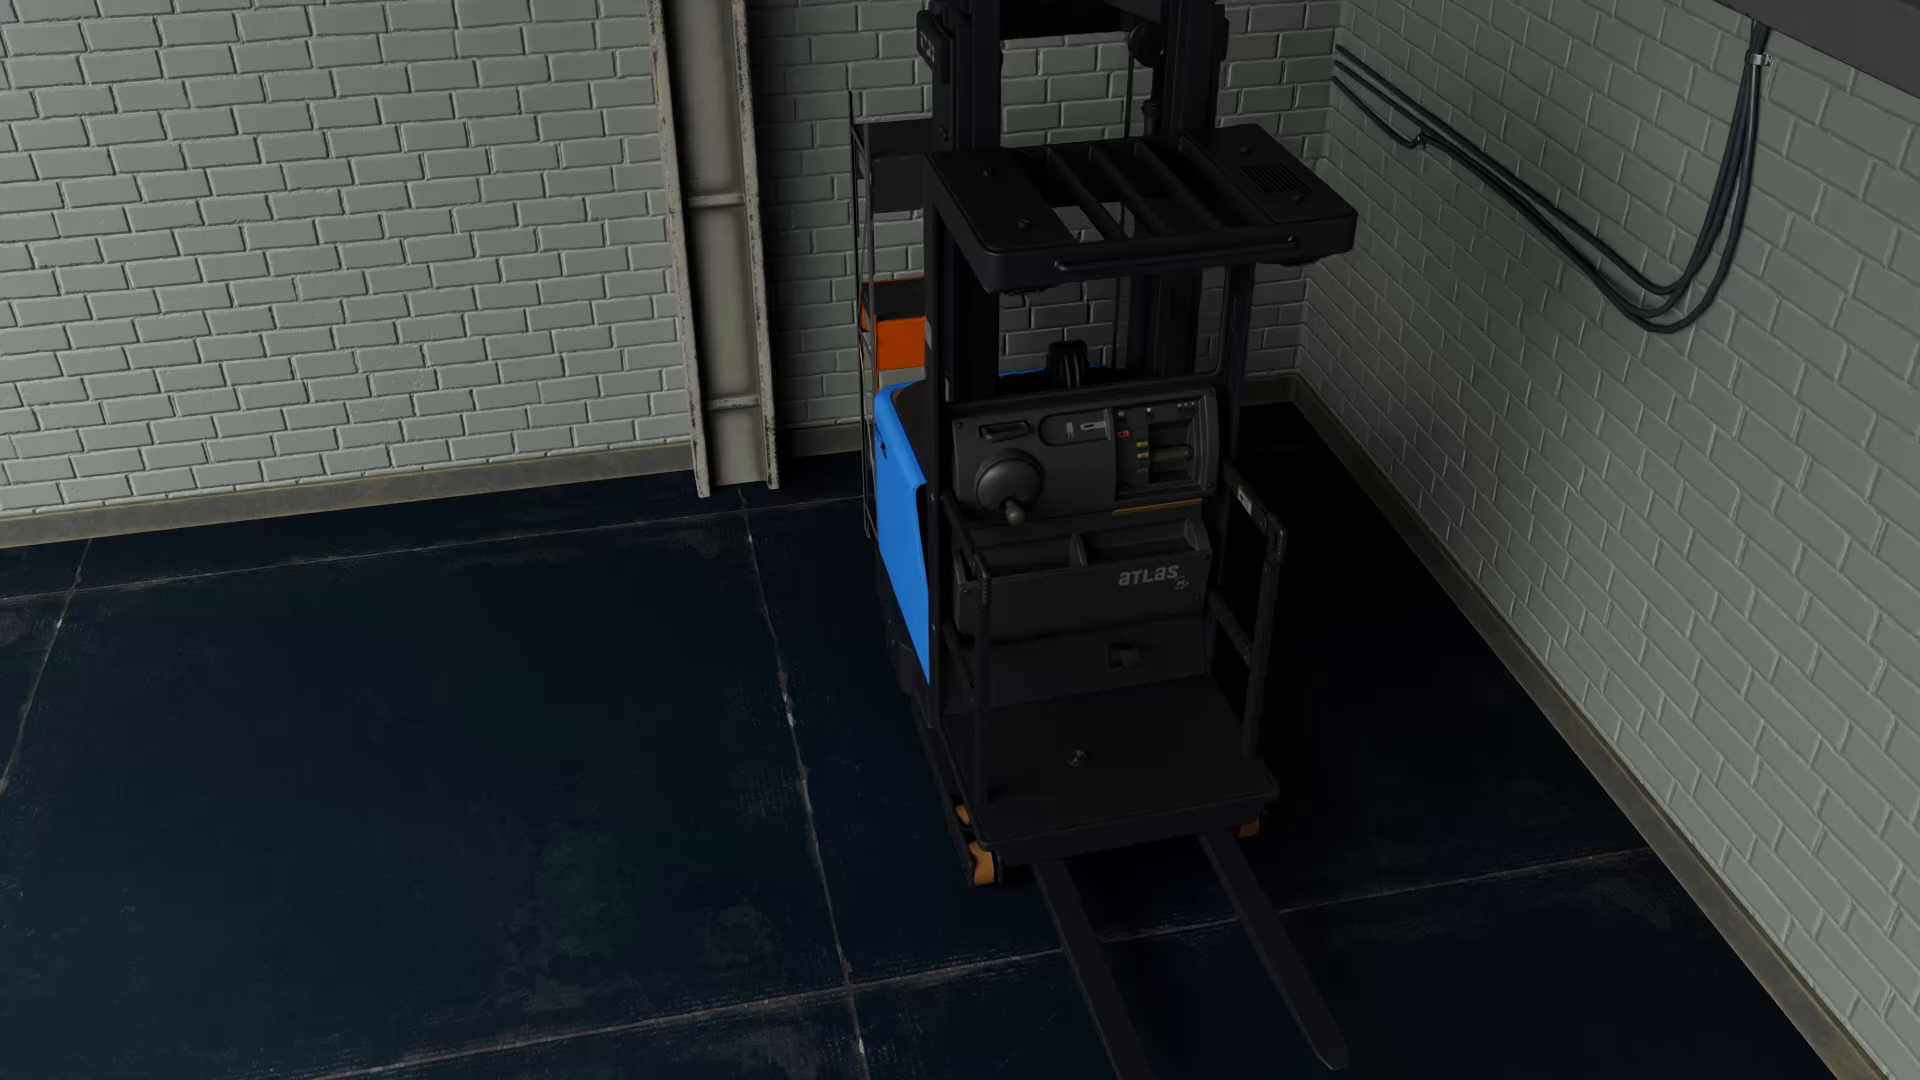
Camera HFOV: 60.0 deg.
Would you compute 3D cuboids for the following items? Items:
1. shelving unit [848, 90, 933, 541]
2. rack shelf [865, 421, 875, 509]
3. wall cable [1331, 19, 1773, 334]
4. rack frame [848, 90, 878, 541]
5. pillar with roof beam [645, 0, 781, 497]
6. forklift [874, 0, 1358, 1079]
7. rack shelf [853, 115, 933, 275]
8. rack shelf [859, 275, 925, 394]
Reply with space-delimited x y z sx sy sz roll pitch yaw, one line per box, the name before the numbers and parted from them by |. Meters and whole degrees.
shelving unit | -0.161 -0.852 7.135 0.503 2.100 0.431 -7 35 -11
rack shelf | -0.161 -0.259 7.532 0.480 0.518 0.431 -7 35 -11
wall cable | 2.061 -2.404 6.043 0.112 2.526 3.097 -7 35 -11
rack frame | -0.399 -0.822 7.090 0.015 2.100 0.400 -7 35 -11
pillar with roof beam | -0.155 -1.710 2.223 0.400 9.000 9.100 -7 35 -11
forklift | 0.486 -0.225 5.456 1.130 2.935 3.031 -8 35 -12
rack shelf | -0.161 -1.421 6.752 0.480 0.518 0.431 -7 35 -11
rack shelf | -0.161 -0.840 7.142 0.480 0.518 0.431 -7 35 -11
